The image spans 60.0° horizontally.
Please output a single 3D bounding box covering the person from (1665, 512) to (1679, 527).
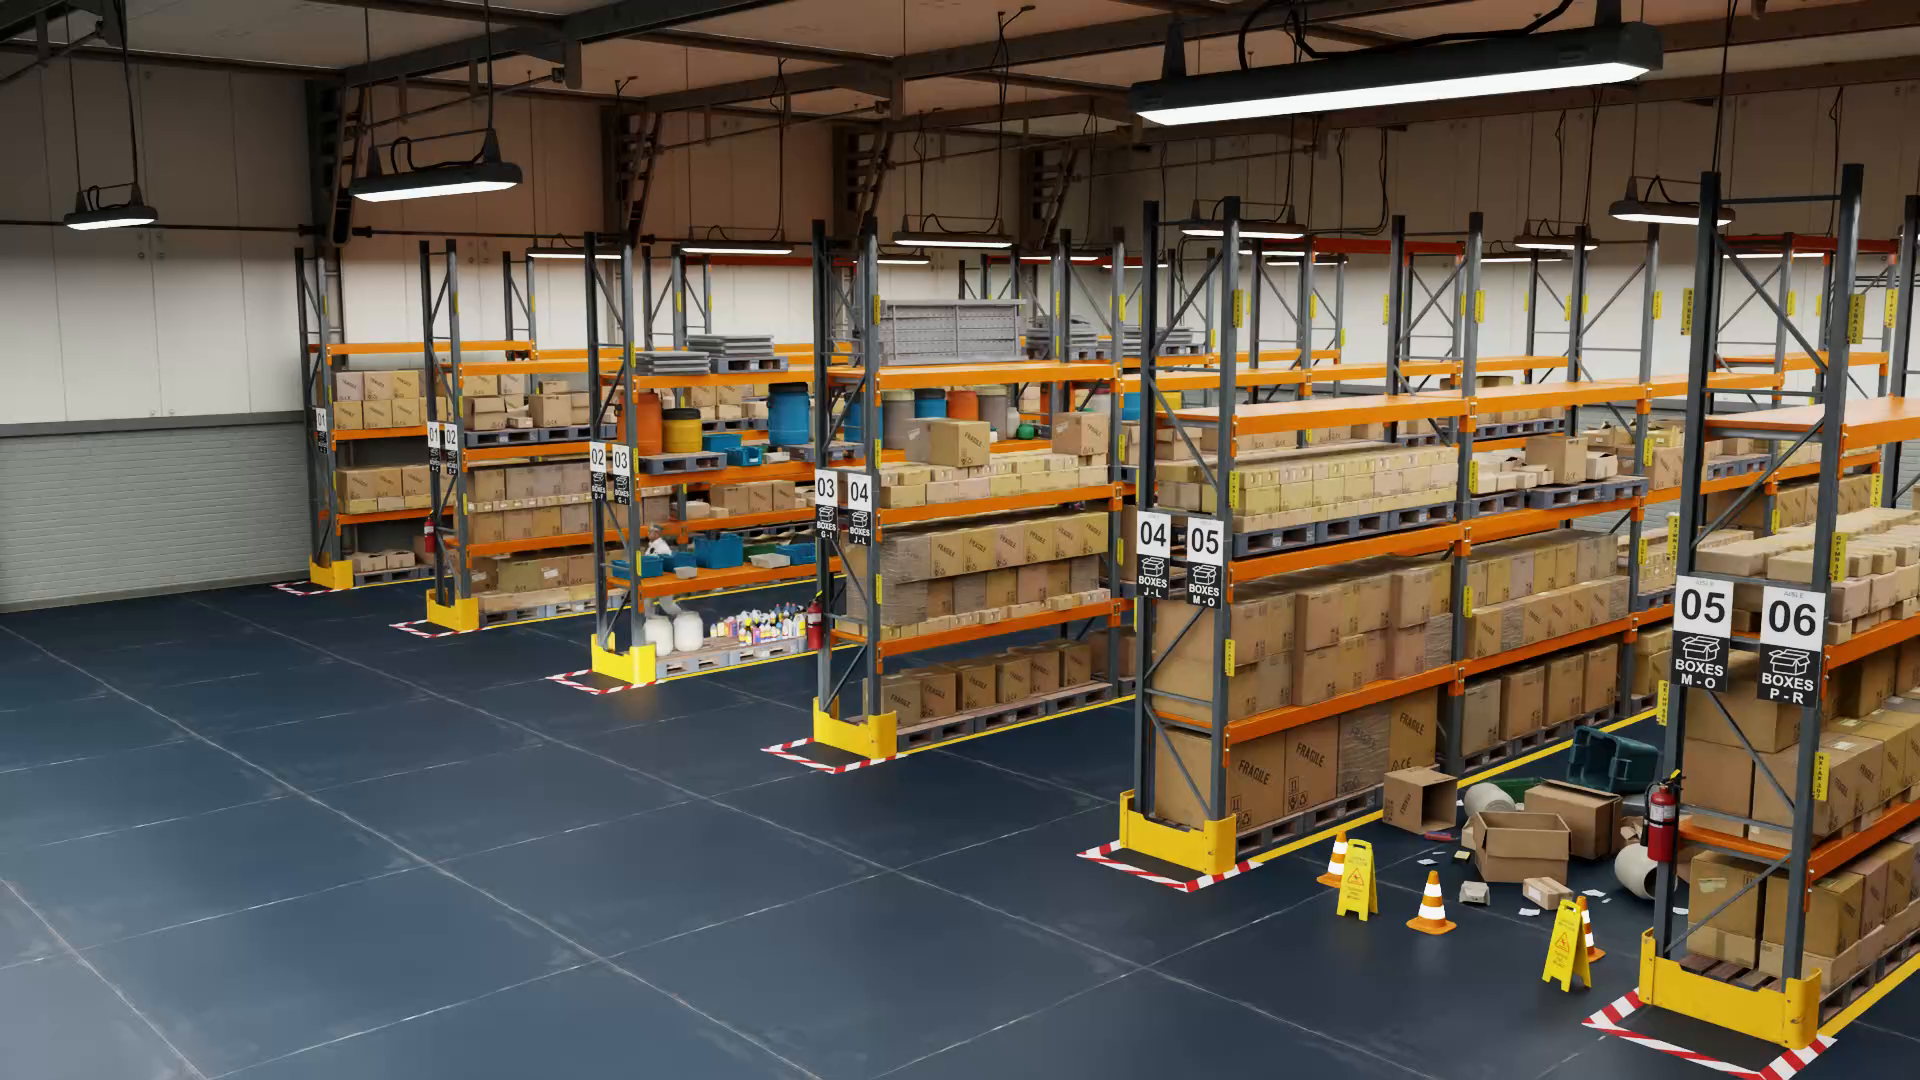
[{"bbox_3d":[11.171,0.438,26.251,1.004,1.781,0.717,-7,11,-39],"label":"person"}]

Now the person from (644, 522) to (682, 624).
[{"bbox_3d":[-4.466,0.629,25.037,0.812,1.841,0.651,-6,10,-33],"label":"person"}]

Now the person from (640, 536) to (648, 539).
[{"bbox_3d":[-5.947,-0.184,31.032,0.583,1.662,0.558,7,11,41],"label":"person"}]
